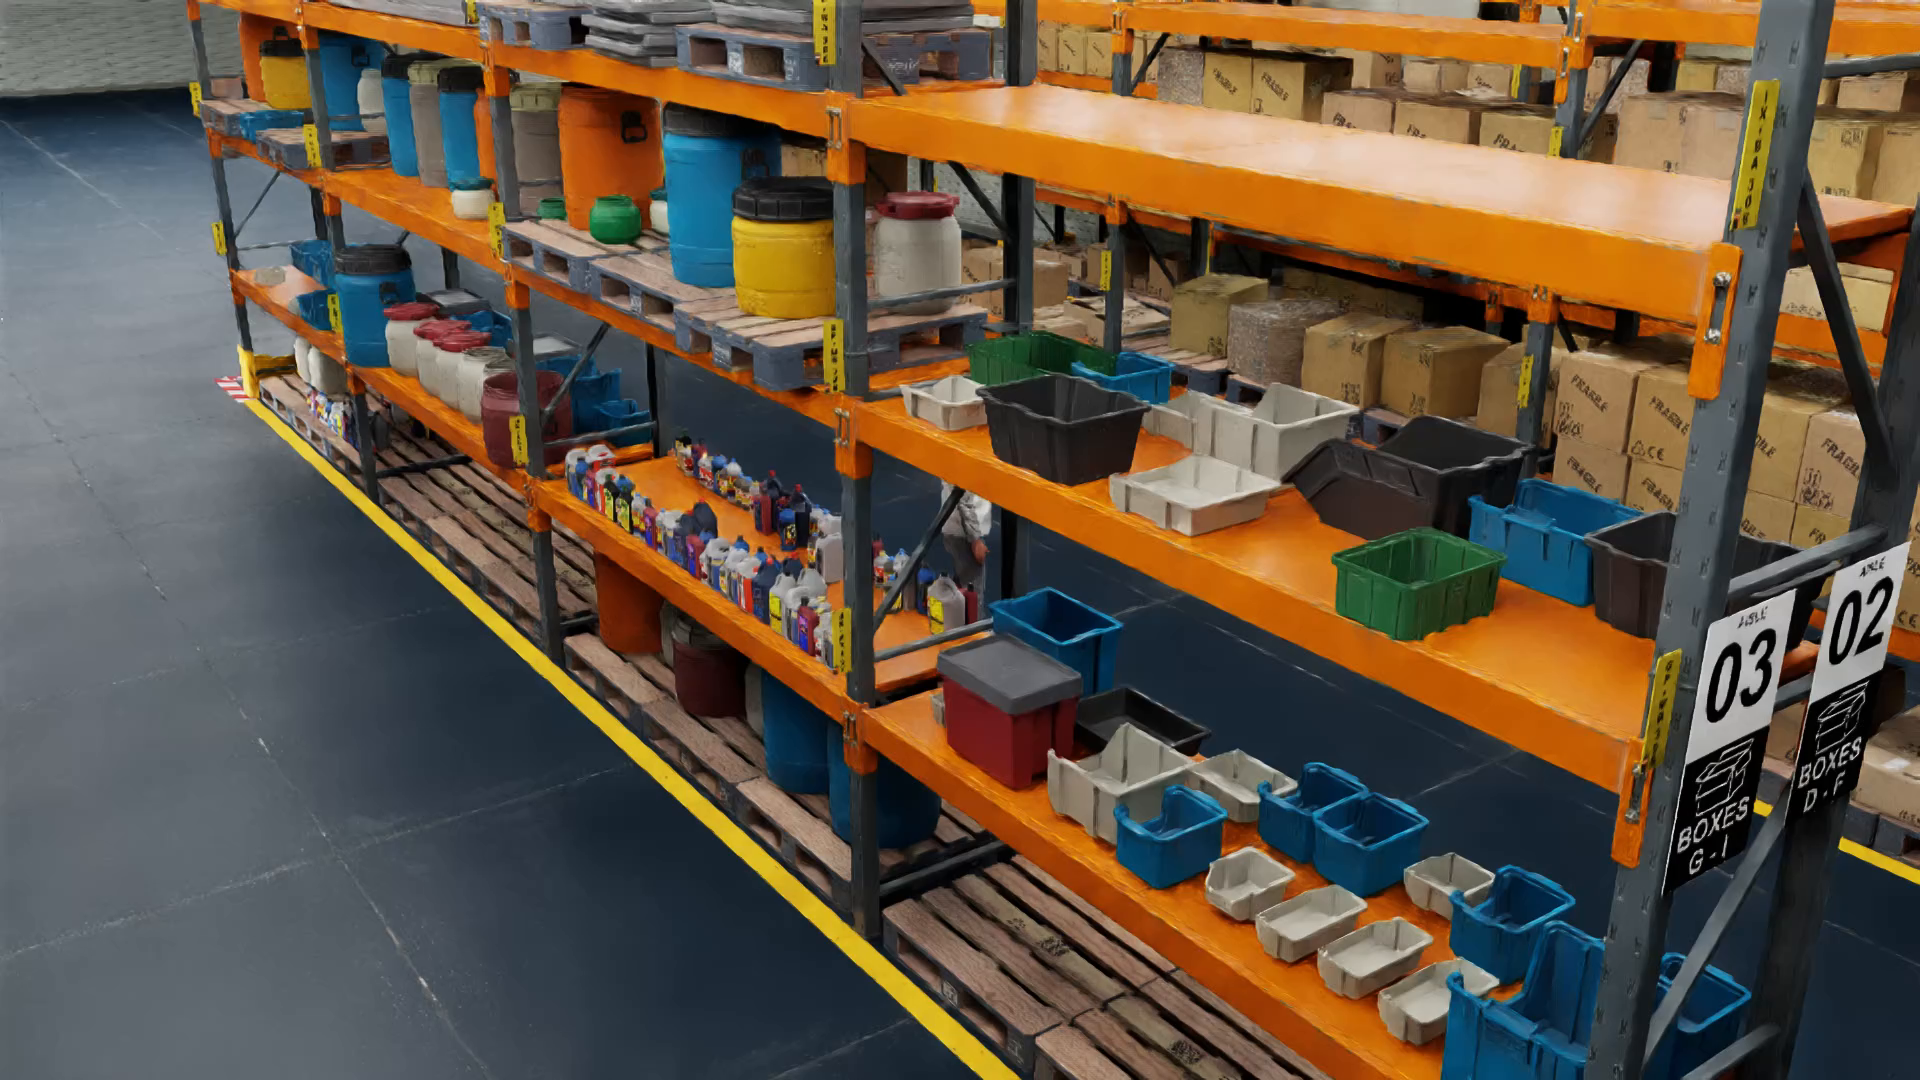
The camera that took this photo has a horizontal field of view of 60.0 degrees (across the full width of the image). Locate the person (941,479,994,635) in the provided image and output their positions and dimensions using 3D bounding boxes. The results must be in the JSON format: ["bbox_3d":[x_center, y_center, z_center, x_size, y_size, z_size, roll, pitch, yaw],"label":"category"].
[{"bbox_3d":[0.107,-0.069,11.188,0.491,1.776,0.570,-1,21,-2],"label":"person"}]
